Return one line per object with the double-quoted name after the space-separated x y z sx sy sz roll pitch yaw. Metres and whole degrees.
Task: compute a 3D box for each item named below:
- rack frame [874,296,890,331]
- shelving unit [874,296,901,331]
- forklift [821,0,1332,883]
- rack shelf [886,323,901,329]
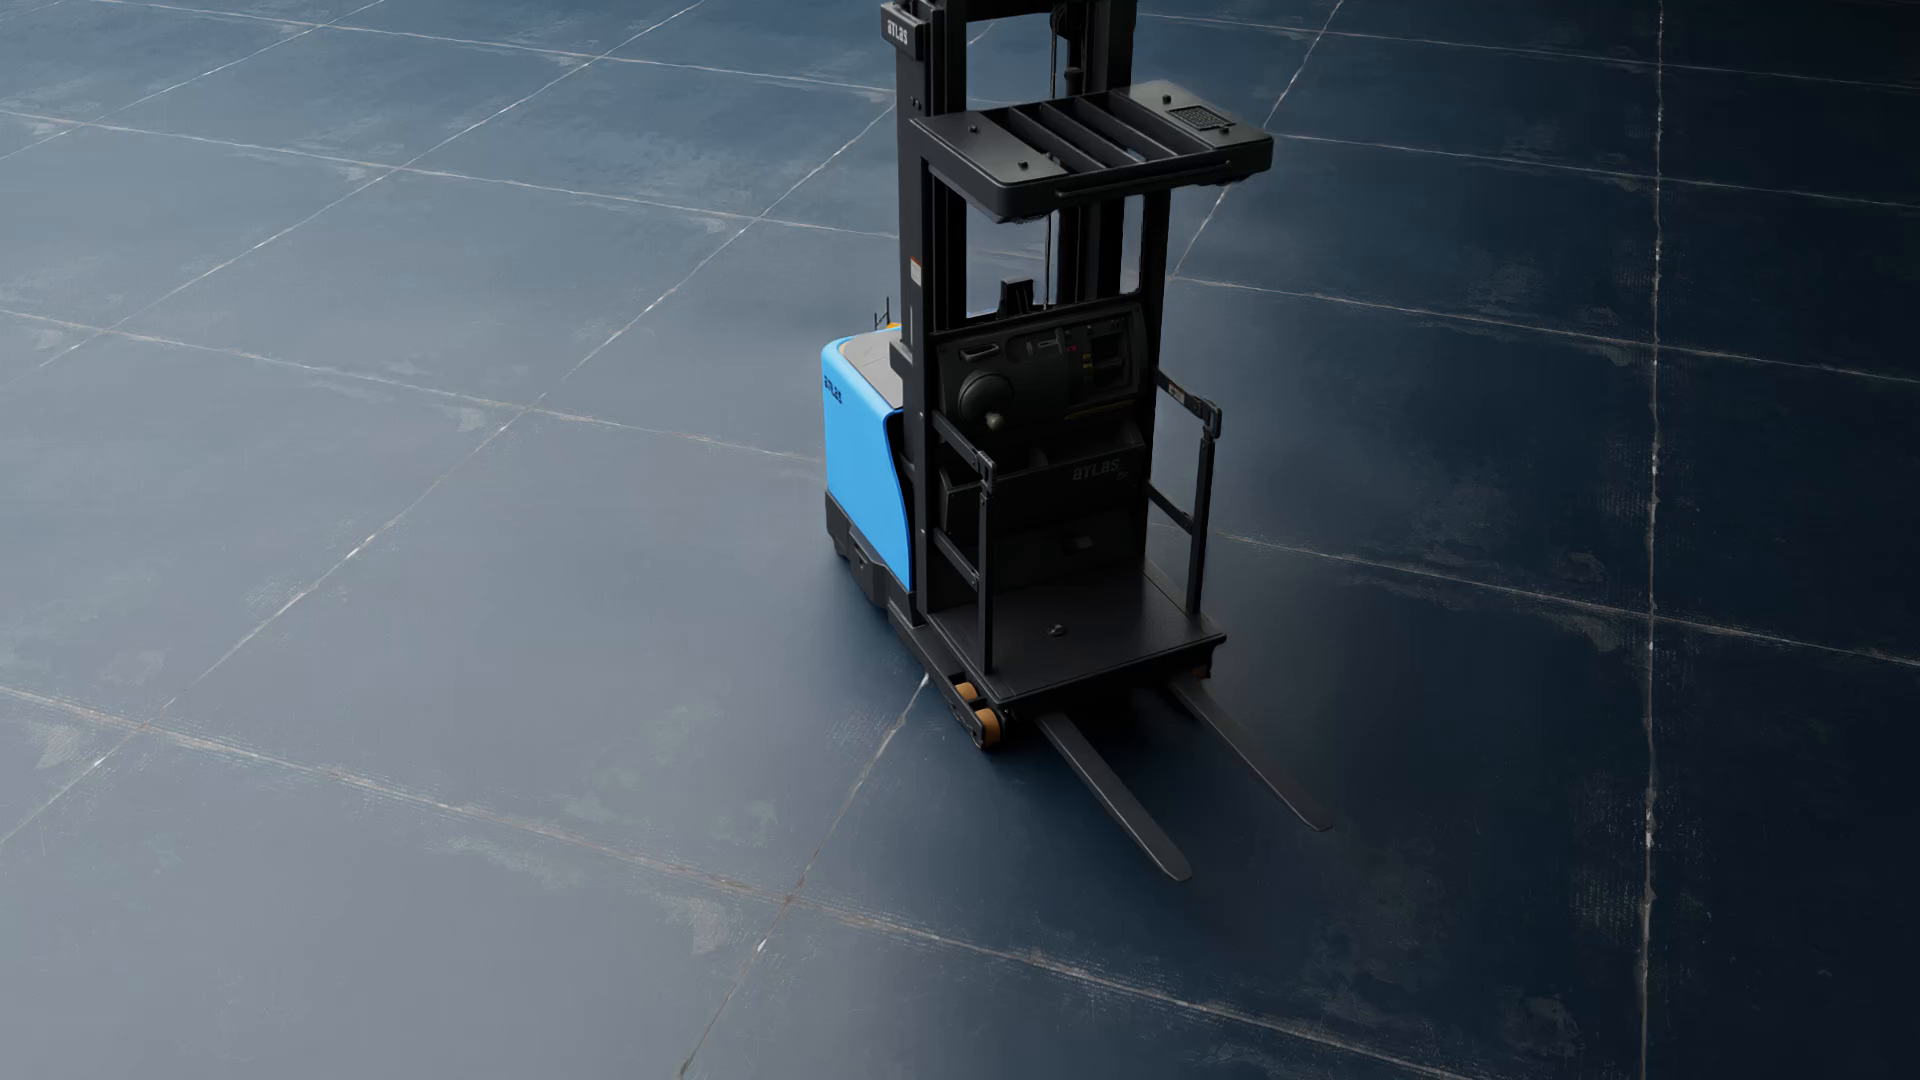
-0.382 -0.704 8.372 0.008 1.050 0.200 10 34 14 "rack frame"
-0.265 -0.684 8.342 0.252 1.050 0.215 10 34 14 "shelving unit"
0.433 -0.640 6.538 1.130 2.935 3.031 -15 36 -21 "forklift"
-0.265 -0.914 8.194 0.240 0.259 0.215 10 34 14 "rack shelf"
